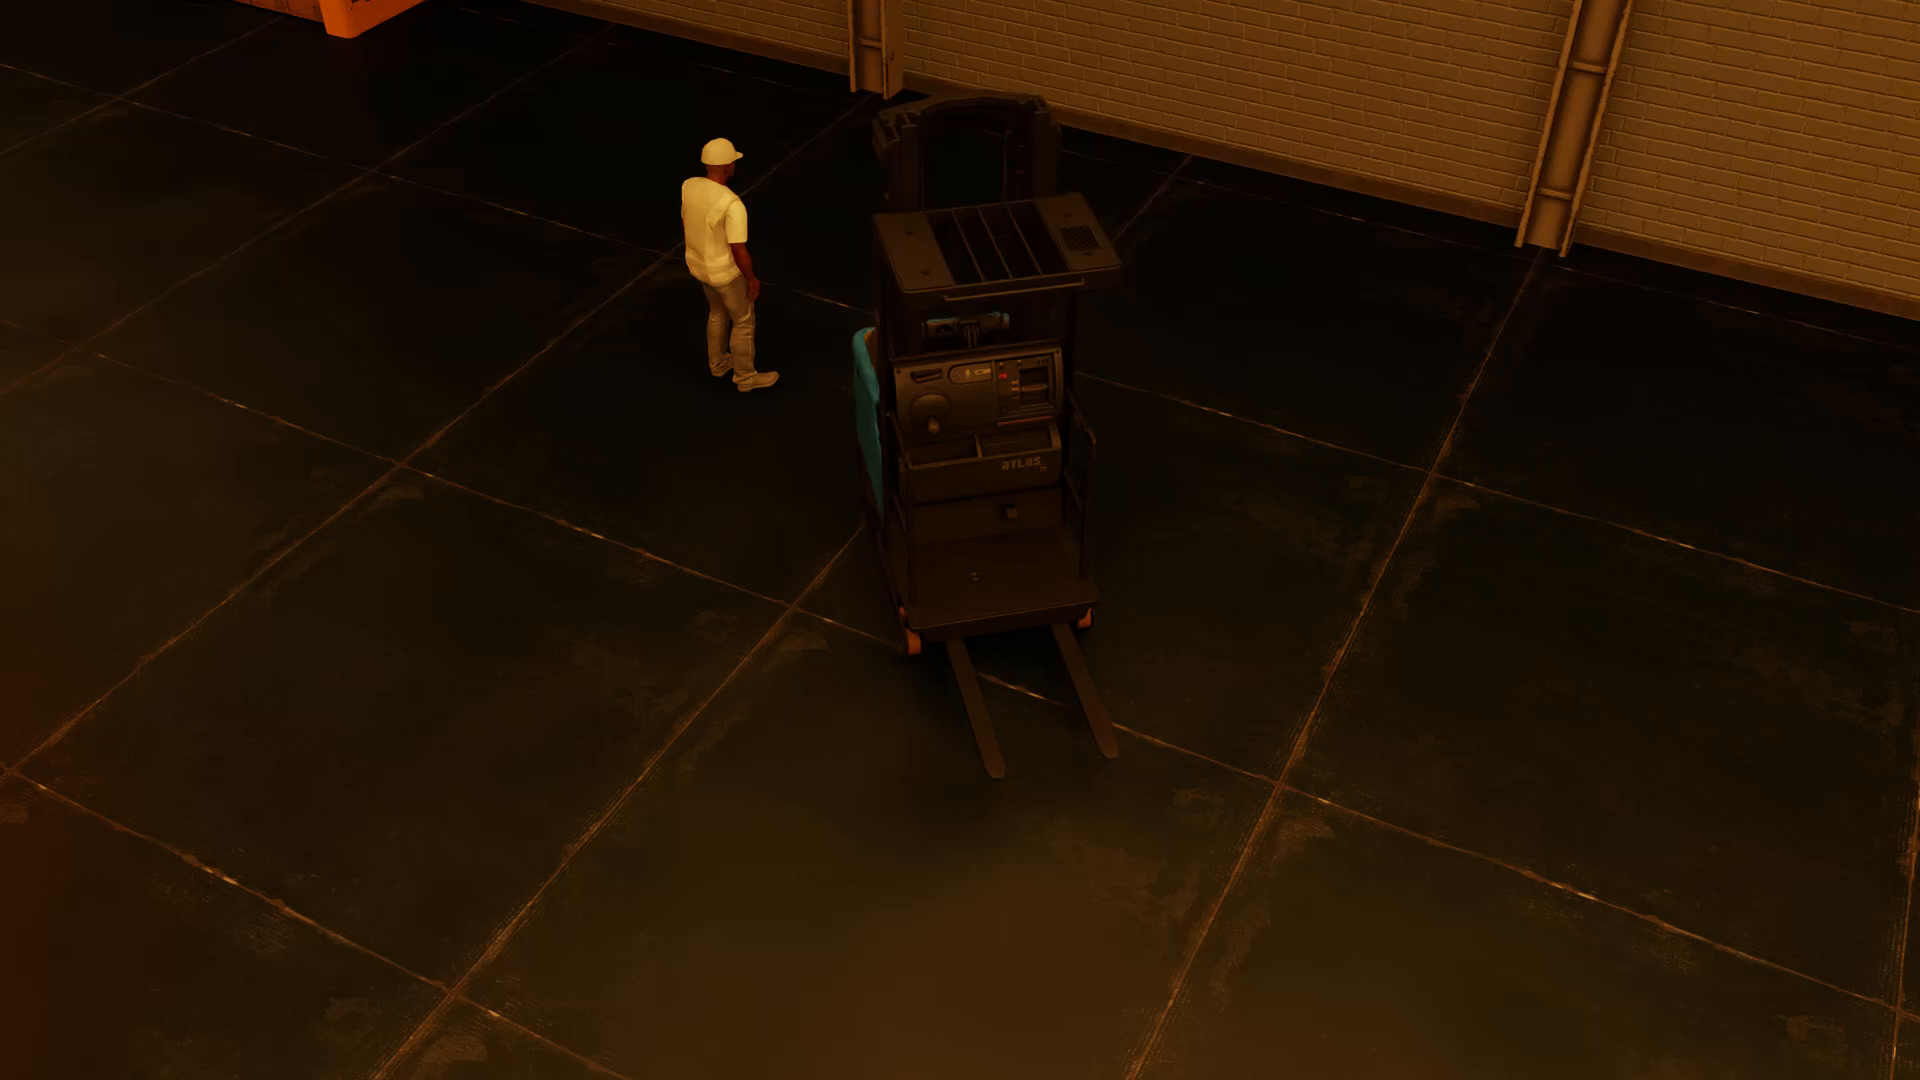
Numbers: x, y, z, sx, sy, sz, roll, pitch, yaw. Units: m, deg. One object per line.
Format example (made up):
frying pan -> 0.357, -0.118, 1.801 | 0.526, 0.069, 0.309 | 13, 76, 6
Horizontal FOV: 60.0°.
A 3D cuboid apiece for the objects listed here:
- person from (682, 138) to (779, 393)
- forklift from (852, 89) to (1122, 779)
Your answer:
person -> -1.566, -1.825, 11.070 | 0.628, 1.755, 0.462 | 33, 50, 33
forklift -> 0.155, -0.734, 8.857 | 1.130, 2.935, 3.031 | -8, 41, -10
